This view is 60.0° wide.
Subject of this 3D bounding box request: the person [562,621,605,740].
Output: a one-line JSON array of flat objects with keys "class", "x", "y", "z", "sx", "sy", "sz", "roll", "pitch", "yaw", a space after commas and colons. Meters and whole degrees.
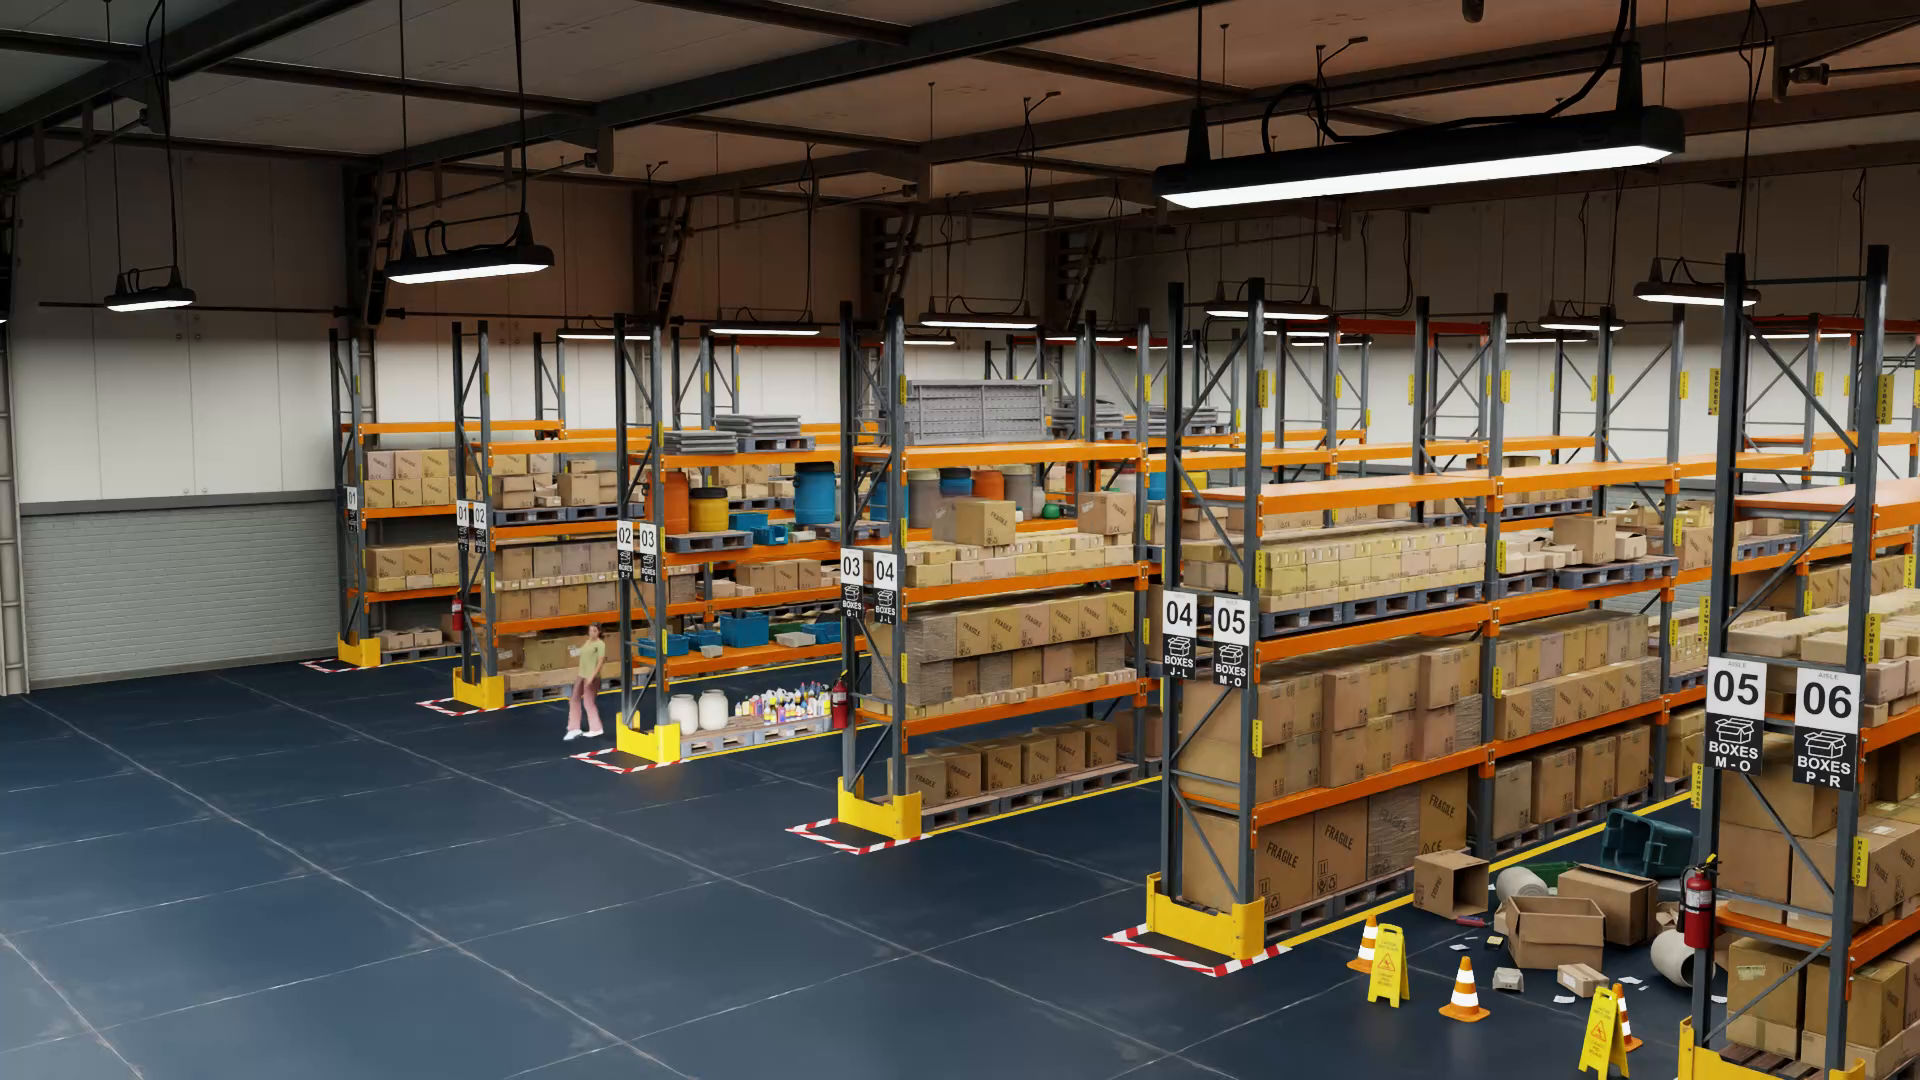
[{"class": "person", "x": -5.330, "y": 2.018, "z": 23.704, "sx": 0.469, "sy": 1.718, "sz": 0.625, "roll": 5, "pitch": 8, "yaw": 42}]
